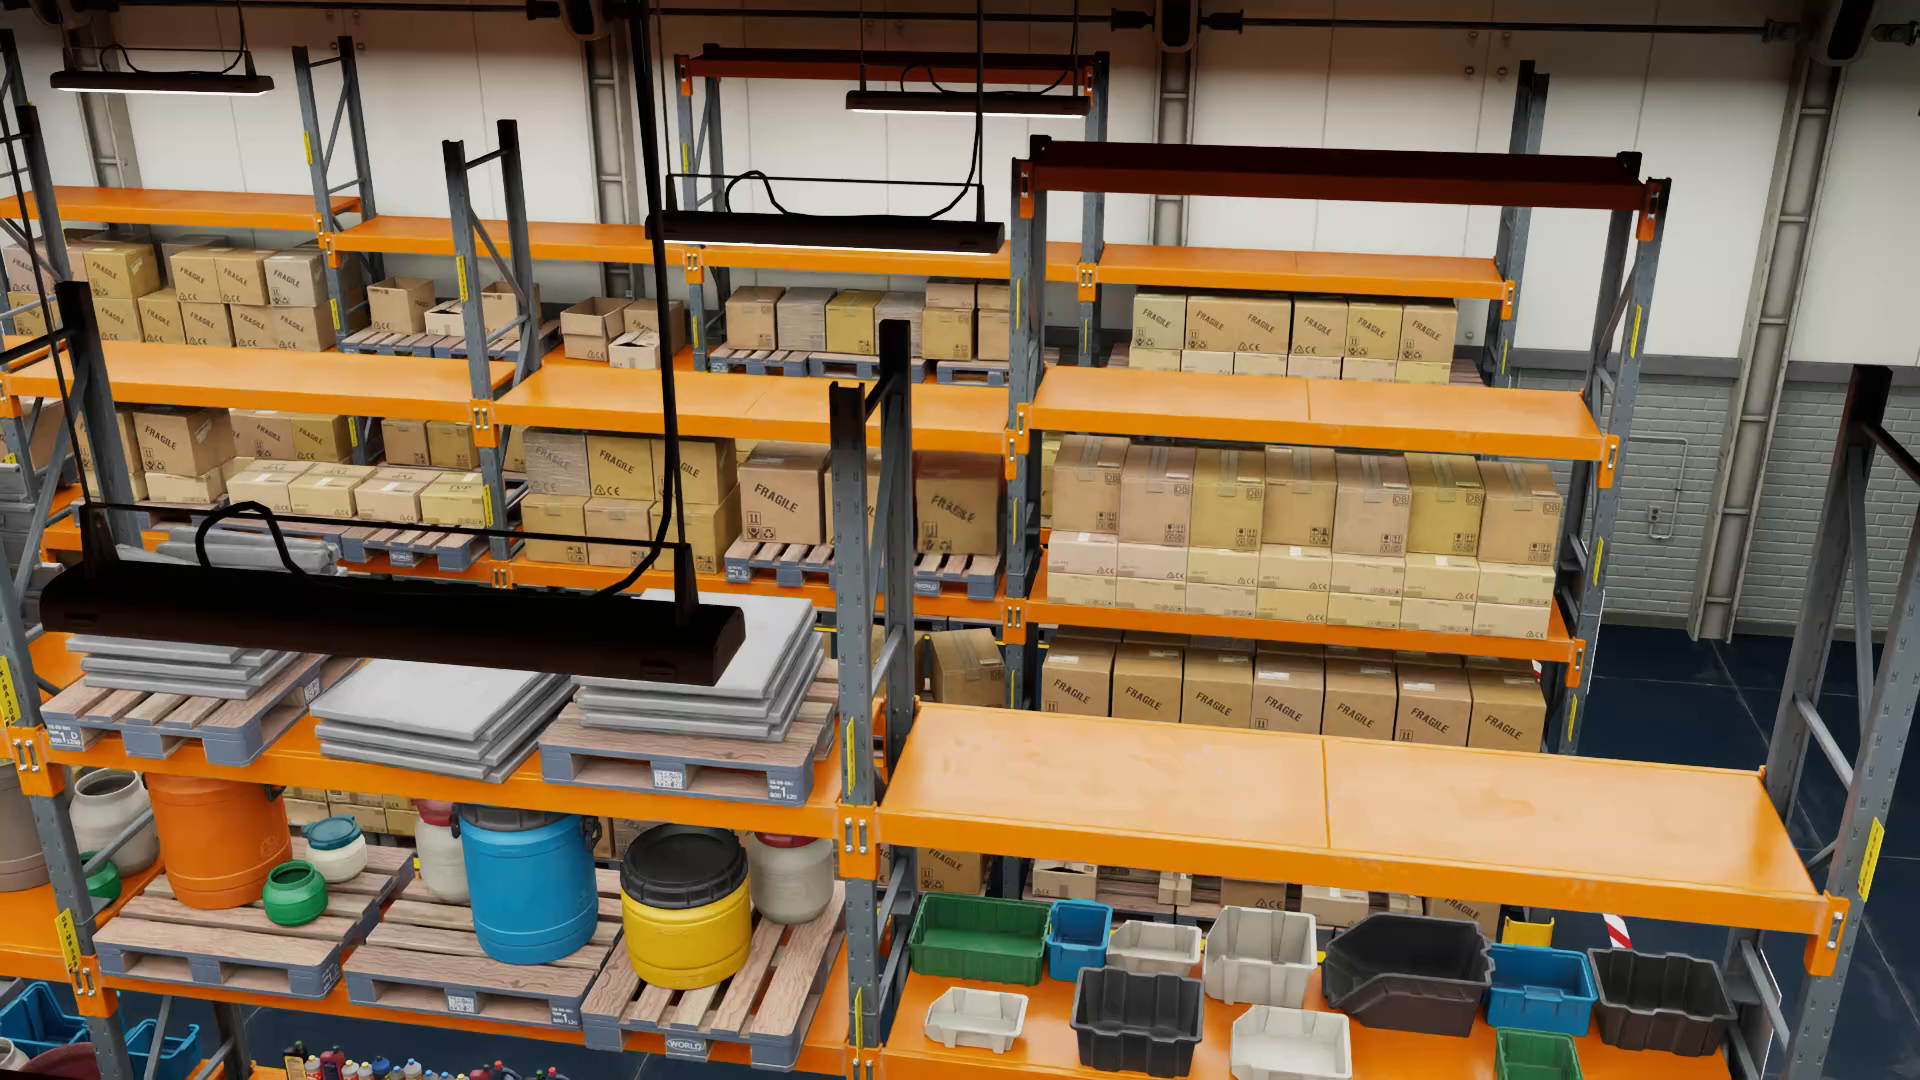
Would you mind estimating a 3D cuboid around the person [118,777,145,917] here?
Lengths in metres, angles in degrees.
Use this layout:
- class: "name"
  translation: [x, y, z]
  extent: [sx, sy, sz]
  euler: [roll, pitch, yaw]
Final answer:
- class: "person"
  translation: [-6.405, 2.344, 12.791]
  extent: [0.869, 1.561, 0.434]
  euler: [5, 24, 12]
